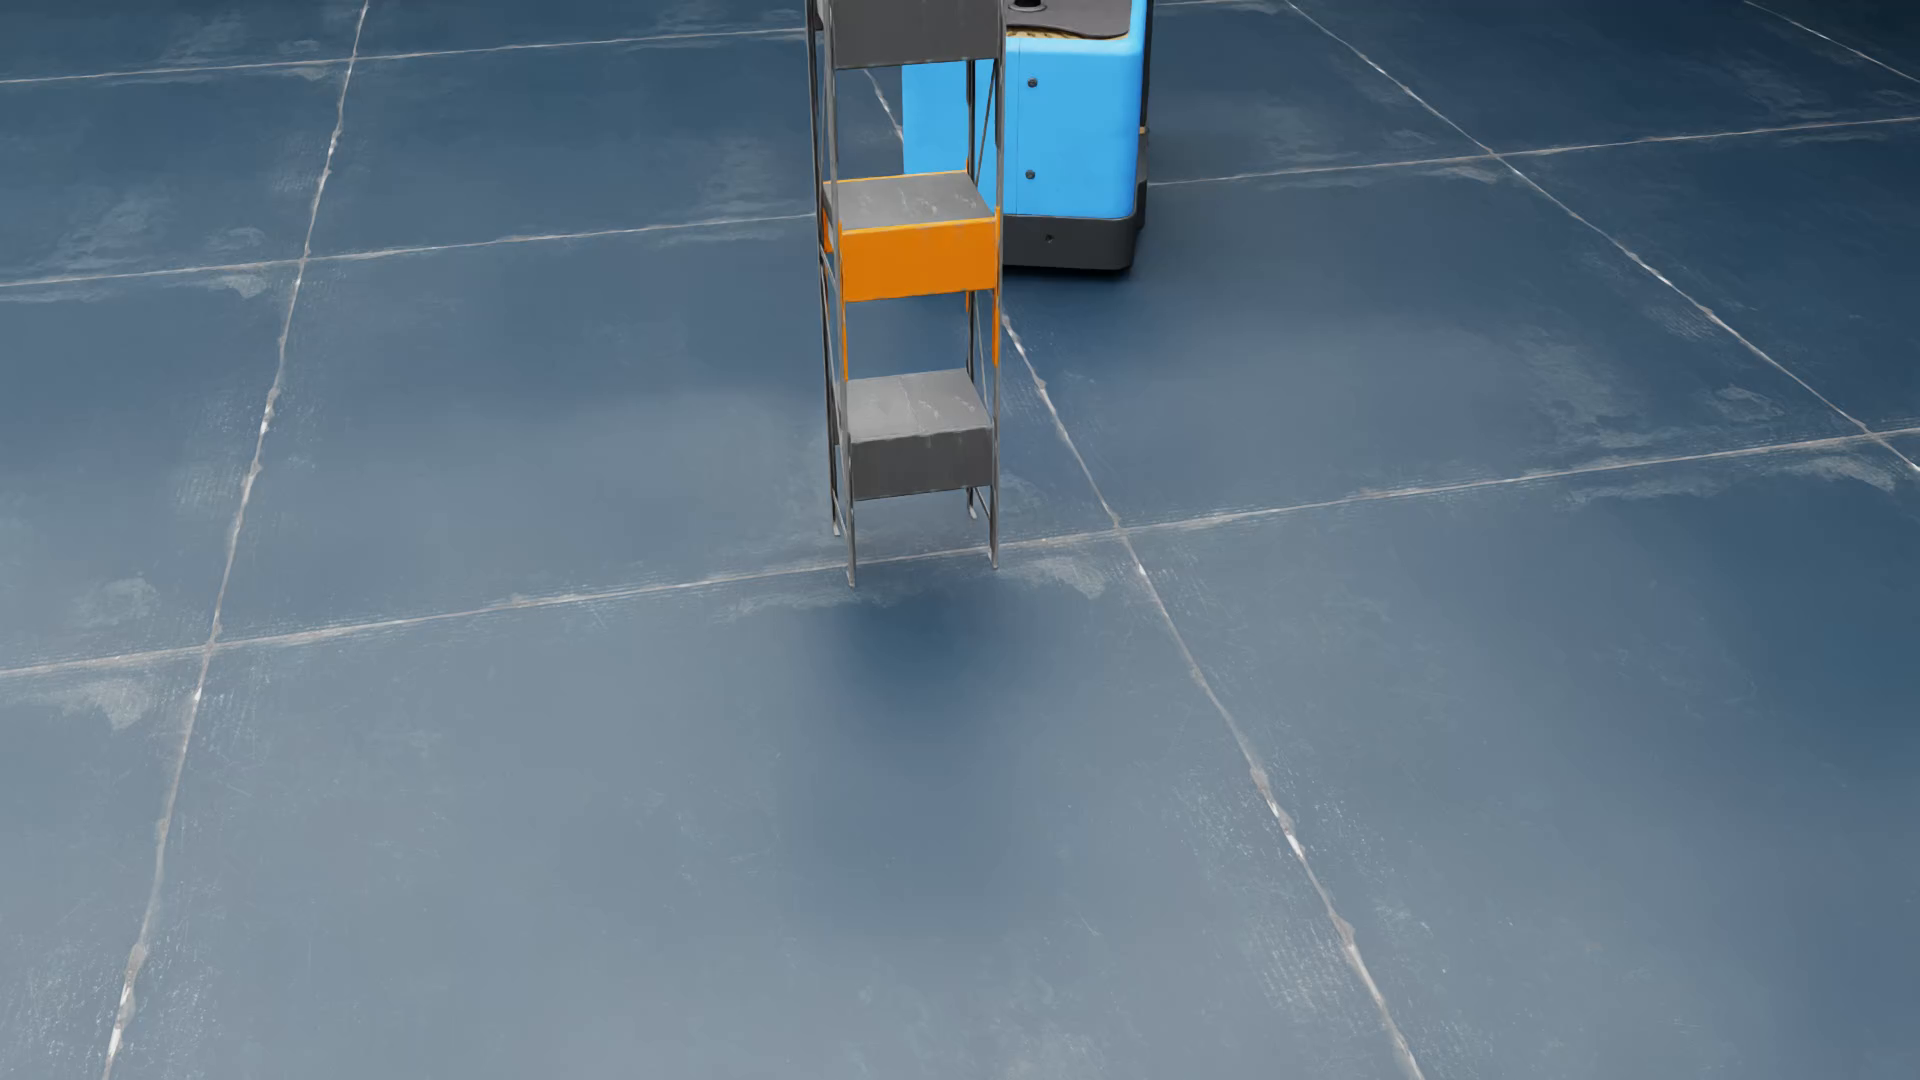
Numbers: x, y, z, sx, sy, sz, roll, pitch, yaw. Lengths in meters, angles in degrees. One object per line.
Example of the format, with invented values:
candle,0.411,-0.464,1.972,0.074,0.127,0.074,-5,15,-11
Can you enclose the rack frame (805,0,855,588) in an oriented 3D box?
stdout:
rack frame,-0.399,-0.822,5.090,0.015,2.100,0.400,-7,35,-11

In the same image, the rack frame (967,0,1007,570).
rack frame,0.077,-0.882,5.179,0.015,2.100,0.400,-7,35,-11

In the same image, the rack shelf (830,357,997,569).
rack shelf,-0.161,-0.259,5.532,0.480,0.518,0.431,-7,35,-11

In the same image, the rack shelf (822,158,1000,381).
rack shelf,-0.161,-0.840,5.142,0.480,0.518,0.431,-7,35,-11

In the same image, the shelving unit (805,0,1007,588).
shelving unit,-0.161,-0.852,5.135,0.503,2.100,0.431,-7,35,-11

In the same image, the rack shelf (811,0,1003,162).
rack shelf,-0.161,-1.421,4.752,0.480,0.518,0.431,-7,35,-11

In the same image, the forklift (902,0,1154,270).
forklift,0.423,-3.226,7.927,1.130,2.935,3.031,4,34,6
